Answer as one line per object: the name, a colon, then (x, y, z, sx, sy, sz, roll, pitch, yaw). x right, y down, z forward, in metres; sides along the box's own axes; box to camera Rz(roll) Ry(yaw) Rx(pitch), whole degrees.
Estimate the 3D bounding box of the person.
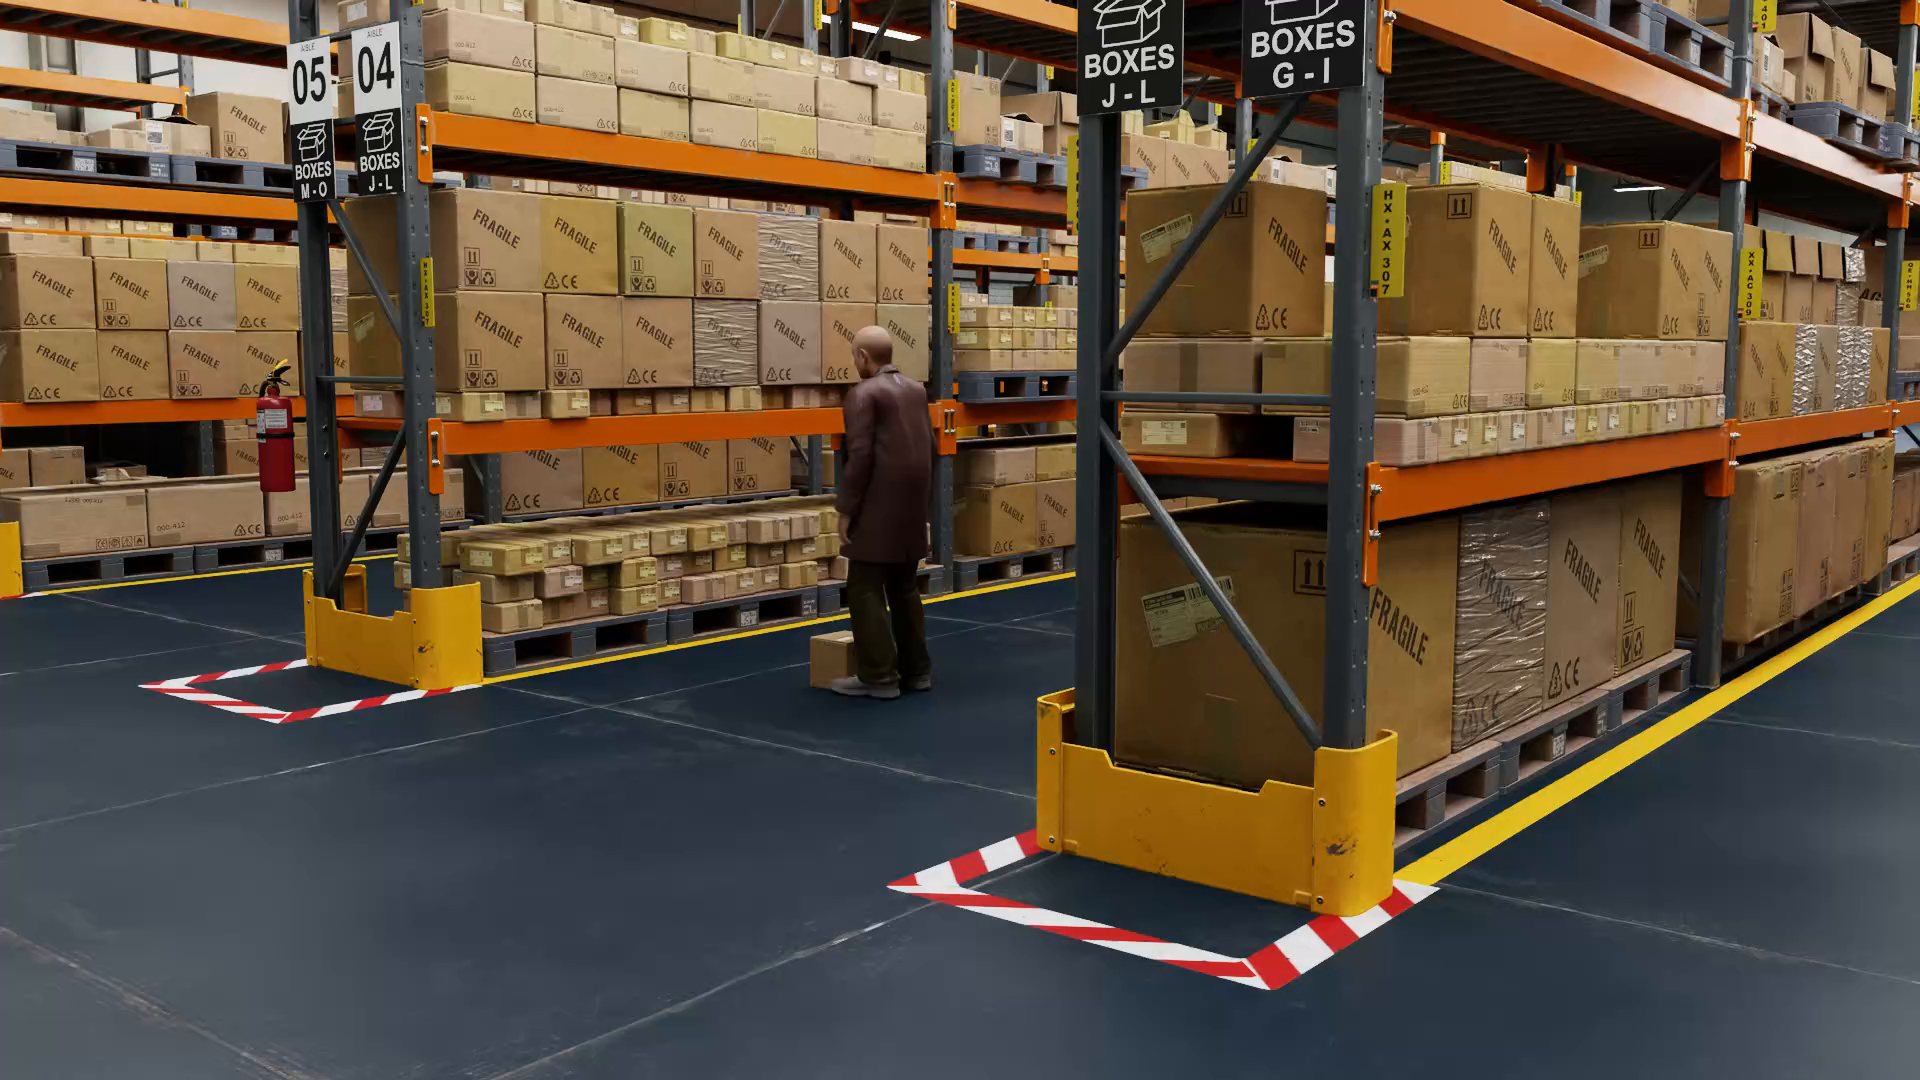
person: (-0.364, -0.140, 8.012, 0.428, 1.773, 0.641, 5, 8, 38)
